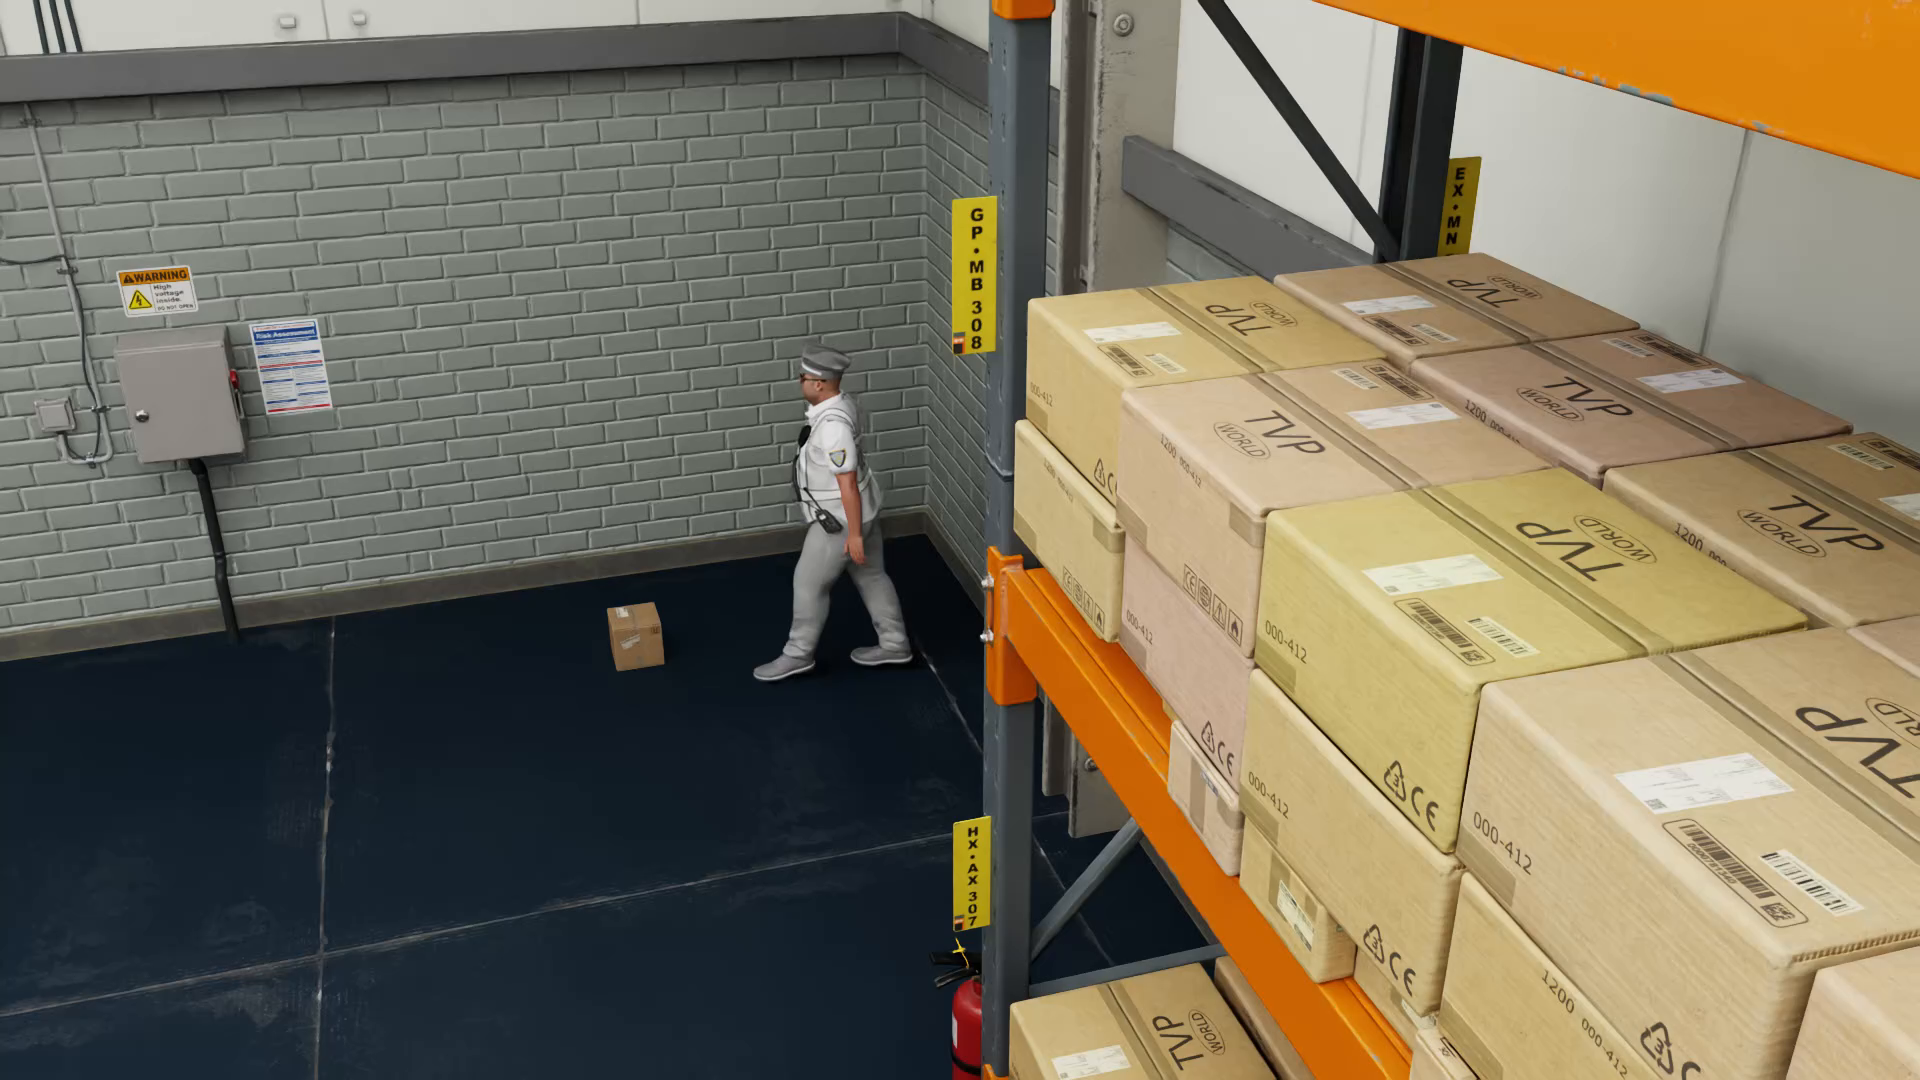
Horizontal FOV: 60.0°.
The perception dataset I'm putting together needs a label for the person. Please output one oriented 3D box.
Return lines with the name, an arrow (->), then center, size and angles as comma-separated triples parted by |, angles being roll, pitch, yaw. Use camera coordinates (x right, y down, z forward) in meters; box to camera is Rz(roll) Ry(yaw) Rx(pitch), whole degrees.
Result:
person -> -0.646, -0.135, 8.369 | 0.804, 1.747, 0.558 | 4, 26, 8
